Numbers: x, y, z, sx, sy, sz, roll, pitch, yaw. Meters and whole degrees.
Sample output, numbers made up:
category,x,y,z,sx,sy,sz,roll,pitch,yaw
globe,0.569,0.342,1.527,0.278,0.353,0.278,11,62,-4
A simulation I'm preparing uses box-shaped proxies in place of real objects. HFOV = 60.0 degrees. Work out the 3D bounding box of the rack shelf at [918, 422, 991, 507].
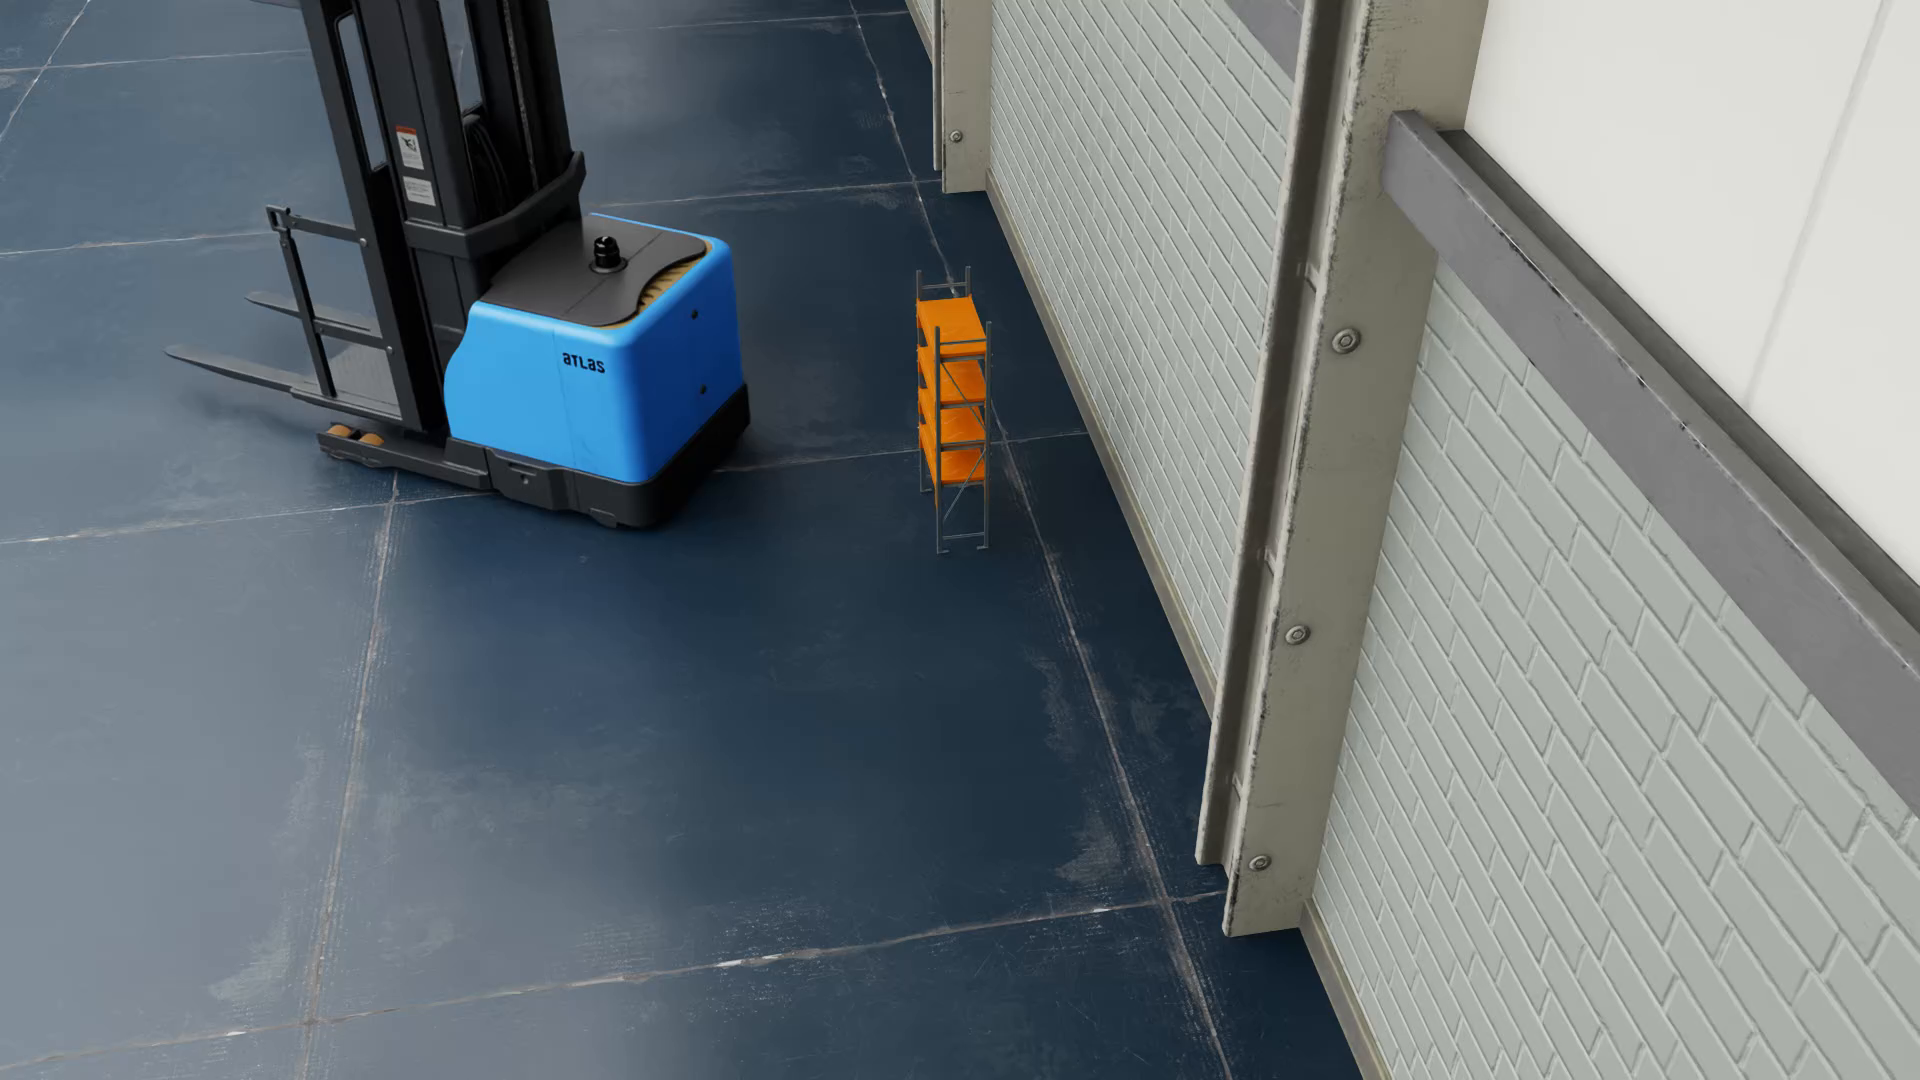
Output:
category,x,y,z,sx,sy,sz,roll,pitch,yaw
rack shelf,-0.029,-0.364,7.674,0.258,0.148,0.480,-6,38,-8

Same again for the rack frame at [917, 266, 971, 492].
category,x,y,z,sx,sy,sz,roll,pitch,yaw
rack frame,-0.072,-0.721,7.700,0.240,1.200,0.015,-6,38,-8

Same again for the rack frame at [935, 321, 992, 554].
category,x,y,z,sx,sy,sz,roll,pitch,yaw
rack frame,0.014,-0.426,7.321,0.240,1.200,0.015,-6,38,-8

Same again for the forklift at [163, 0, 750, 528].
category,x,y,z,sx,sy,sz,roll,pitch,yaw
forklift,-2.626,-1.797,7.674,3.031,2.935,1.130,14,40,18

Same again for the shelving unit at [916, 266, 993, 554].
category,x,y,z,sx,sy,sz,roll,pitch,yaw
shelving unit,-0.029,-0.574,7.511,0.258,1.200,0.503,-6,38,-8

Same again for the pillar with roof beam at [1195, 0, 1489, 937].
category,x,y,z,sx,sy,sz,roll,pitch,yaw
pillar with roof beam,-3.173,-1.810,2.745,9.100,9.000,0.400,-6,38,-8

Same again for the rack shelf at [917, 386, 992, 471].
category,x,y,z,sx,sy,sz,roll,pitch,yaw
rack shelf,-0.029,-0.521,7.552,0.258,0.148,0.480,-6,38,-8

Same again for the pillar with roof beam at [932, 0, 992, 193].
category,x,y,z,sx,sy,sz,roll,pitch,yaw
pillar with roof beam,-4.225,-5.434,7.410,9.100,9.000,0.400,-6,38,-8

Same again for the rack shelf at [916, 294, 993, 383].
category,x,y,z,sx,sy,sz,roll,pitch,yaw
rack shelf,-0.029,-0.884,7.270,0.258,0.148,0.480,-6,38,-8

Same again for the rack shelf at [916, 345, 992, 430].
category,x,y,z,sx,sy,sz,roll,pitch,yaw
rack shelf,-0.029,-0.697,7.415,0.258,0.148,0.480,-6,38,-8
